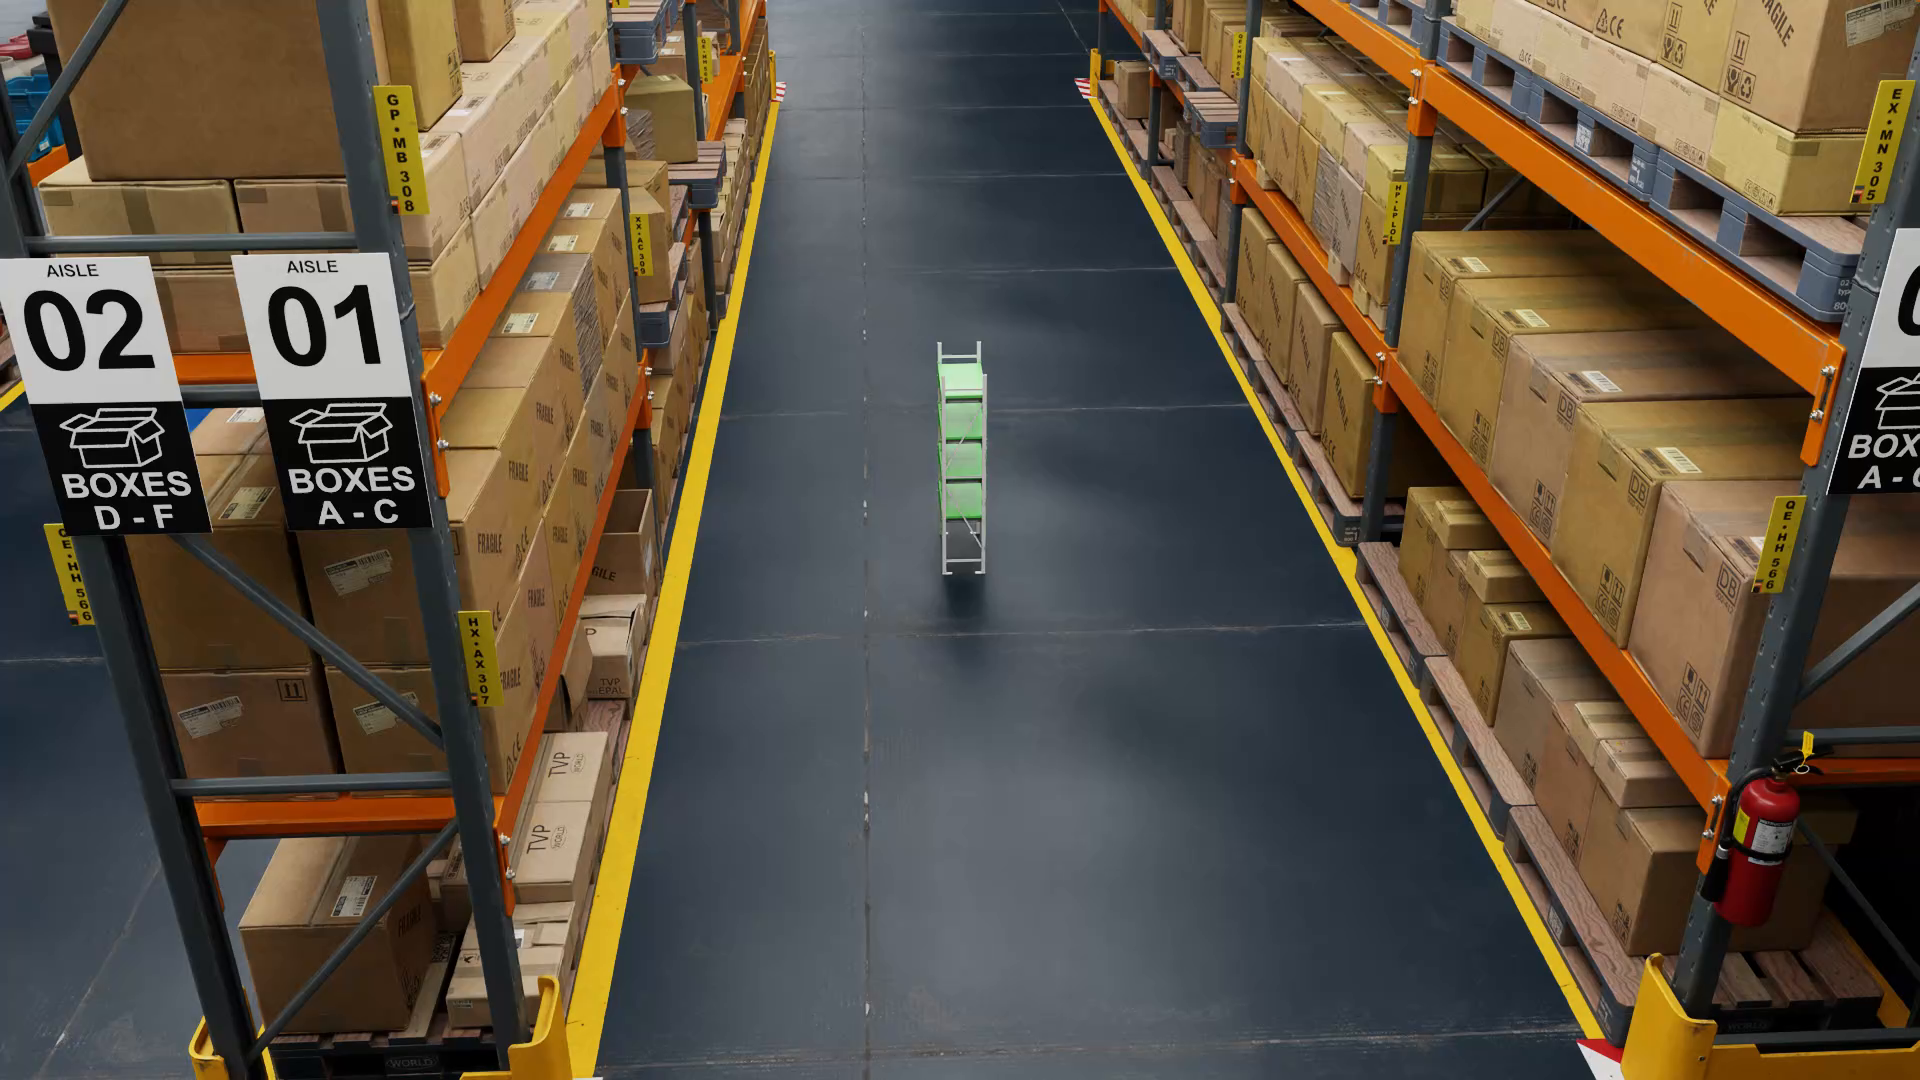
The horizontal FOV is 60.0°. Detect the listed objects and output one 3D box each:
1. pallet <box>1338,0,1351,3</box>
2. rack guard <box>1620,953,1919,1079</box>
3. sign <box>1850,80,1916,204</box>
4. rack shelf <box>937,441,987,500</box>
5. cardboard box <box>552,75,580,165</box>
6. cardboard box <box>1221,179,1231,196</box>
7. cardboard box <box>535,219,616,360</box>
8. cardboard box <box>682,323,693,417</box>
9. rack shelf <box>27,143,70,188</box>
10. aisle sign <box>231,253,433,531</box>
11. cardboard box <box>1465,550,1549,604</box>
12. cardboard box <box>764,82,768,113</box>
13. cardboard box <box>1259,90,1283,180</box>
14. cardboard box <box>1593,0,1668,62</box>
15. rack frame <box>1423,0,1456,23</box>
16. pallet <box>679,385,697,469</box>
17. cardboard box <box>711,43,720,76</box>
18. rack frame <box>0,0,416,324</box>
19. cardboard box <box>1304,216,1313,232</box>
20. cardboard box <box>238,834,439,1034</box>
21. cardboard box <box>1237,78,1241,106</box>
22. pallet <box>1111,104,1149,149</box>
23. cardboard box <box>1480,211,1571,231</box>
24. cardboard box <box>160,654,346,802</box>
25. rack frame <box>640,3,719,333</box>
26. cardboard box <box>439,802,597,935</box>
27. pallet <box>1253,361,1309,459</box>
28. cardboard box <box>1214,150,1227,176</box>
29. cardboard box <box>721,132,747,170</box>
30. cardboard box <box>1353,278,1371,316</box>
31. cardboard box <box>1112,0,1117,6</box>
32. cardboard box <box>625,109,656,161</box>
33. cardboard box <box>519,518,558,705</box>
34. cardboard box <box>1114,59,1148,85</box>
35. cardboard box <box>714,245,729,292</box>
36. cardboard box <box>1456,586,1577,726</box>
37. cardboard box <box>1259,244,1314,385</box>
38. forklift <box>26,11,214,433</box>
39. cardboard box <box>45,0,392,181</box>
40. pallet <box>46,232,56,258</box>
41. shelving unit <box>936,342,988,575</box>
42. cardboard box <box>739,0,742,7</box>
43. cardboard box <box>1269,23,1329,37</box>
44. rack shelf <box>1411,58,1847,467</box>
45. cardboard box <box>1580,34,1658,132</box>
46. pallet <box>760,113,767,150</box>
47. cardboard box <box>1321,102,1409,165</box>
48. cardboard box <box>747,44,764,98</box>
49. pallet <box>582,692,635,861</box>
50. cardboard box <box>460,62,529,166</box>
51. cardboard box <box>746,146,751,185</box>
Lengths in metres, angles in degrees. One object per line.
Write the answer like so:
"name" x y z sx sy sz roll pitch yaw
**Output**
"pallet" 2.722 -3.501 10.179 1.003 0.211 1.213 0 28 0
"rack guard" 2.993 1.747 5.860 1.175 0.500 0.348 -1 28 -3
"sign" 2.449 -1.053 4.410 0.100 0.325 0.005 -1 28 -3
"rack shelf" 0.009 -0.399 9.356 0.258 0.148 0.480 -1 28 -3
"cardboard box" -1.822 -1.682 6.649 0.500 0.250 0.500 -1 28 -3
"cardboard box" 2.574 -2.725 13.959 0.700 0.500 0.500 -1 28 -3
"cardboard box" -1.849 -1.122 7.468 0.500 0.500 0.500 -2 28 -4
"cardboard box" -2.029 -1.125 10.890 0.500 0.500 0.500 -2 28 -5
"rack shelf" -7.424 -3.432 13.865 1.077 0.370 4.000 -1 28 -3
"aisle sign" -1.658 -0.379 4.422 0.394 0.787 0.004 -1 28 -3
"cardboard box" 2.583 0.166 7.735 0.380 0.149 0.250 -2 28 -4
"cardboard box" -2.401 -4.905 18.430 0.500 0.250 0.500 -1 28 -3
"cardboard box" 2.362 -2.779 11.384 0.500 0.500 0.500 0 28 -1
"cardboard box" 2.630 -2.002 5.891 0.500 0.500 0.500 -3 28 -5
"rack frame" 2.783 -3.880 7.457 1.000 3.000 0.127 -1 28 -3
"pallet" -2.311 -0.801 11.058 1.003 0.211 1.213 -1 28 -3
"cardboard box" -2.352 -4.332 14.957 0.396 0.266 0.258 -2 28 -4
"rack frame" -1.955 -1.911 3.683 1.000 3.000 0.127 -1 28 -3
"cardboard box" 2.451 -2.099 10.780 0.380 0.149 0.250 -1 28 -2
"cardboard box" -2.229 1.417 6.017 0.500 0.500 0.500 -1 28 -3
"cardboard box" 2.540 -3.523 12.677 0.700 0.500 0.500 -5 28 -9
"pallet" 2.228 -4.552 18.249 1.003 0.211 1.213 -1 28 -3
"cardboard box" 3.011 -1.623 9.167 0.500 0.500 0.500 -2 28 -4
"cardboard box" -2.250 0.504 5.431 0.500 0.500 0.500 -1 28 -1
"rack frame" -2.372 -2.945 12.154 1.000 3.000 0.127 -1 28 -3
"cardboard box" -1.726 1.284 6.542 0.500 0.250 0.500 -1 28 -3
"pallet" 2.601 -0.902 11.252 1.003 0.211 1.213 -1 28 -3
"cardboard box" 2.486 -3.319 14.287 0.500 0.250 0.500 -2 28 -3
"cardboard box" -2.240 -3.588 15.299 0.500 0.311 0.500 -1 28 -1
"cardboard box" 2.446 -1.382 9.407 0.380 0.149 0.250 -1 28 -2
"cardboard box" 1.927 -5.996 18.143 0.500 0.250 0.500 -2 28 -3
"cardboard box" -2.370 -2.461 10.662 0.700 0.500 0.500 4 28 7
"cardboard box" -1.747 0.255 5.909 0.500 0.500 0.500 -2 28 -3
"cardboard box" 2.103 -5.443 19.373 0.500 0.311 0.500 -4 28 -8
"cardboard box" -2.107 -2.161 13.170 0.500 0.250 0.500 -1 28 -3
"cardboard box" 2.767 0.520 7.759 0.700 0.500 0.500 -1 28 -1
"cardboard box" 2.521 -1.552 11.353 0.750 0.750 0.750 -2 28 -3
"forklift" -4.694 -1.960 10.338 1.130 2.935 3.031 -3 28 -5
"cardboard box" -1.998 -1.305 4.576 0.700 0.500 0.500 -1 28 -3
"pallet" -7.382 -2.512 14.338 1.003 0.211 1.213 -1 28 -3
"shelving unit" 0.009 -0.456 9.326 0.258 1.200 0.503 -1 28 -3
"cardboard box" -2.726 -5.997 17.896 0.700 0.500 0.500 -1 28 -2
"cardboard box" 2.526 -3.752 12.416 0.380 0.149 0.250 -5 28 -9
"rack shelf" 2.888 -1.307 6.546 1.077 0.370 4.000 -1 28 -3
"cardboard box" 2.628 -1.679 6.081 0.500 0.250 0.500 -2 28 -4
"pallet" -2.648 -4.489 18.129 1.003 0.211 1.213 -1 28 -3
"cardboard box" 2.460 -2.419 9.881 0.500 0.250 0.500 -1 28 -2
"cardboard box" -2.373 -5.007 17.814 0.500 0.500 0.500 -1 28 -3
"pallet" -2.062 1.020 7.566 1.003 0.211 1.213 -1 28 -3
"cardboard box" -1.773 -1.441 5.648 0.500 0.250 0.500 -1 28 -3
"cardboard box" -2.270 -3.575 15.881 0.500 0.250 0.500 -2 28 -3
